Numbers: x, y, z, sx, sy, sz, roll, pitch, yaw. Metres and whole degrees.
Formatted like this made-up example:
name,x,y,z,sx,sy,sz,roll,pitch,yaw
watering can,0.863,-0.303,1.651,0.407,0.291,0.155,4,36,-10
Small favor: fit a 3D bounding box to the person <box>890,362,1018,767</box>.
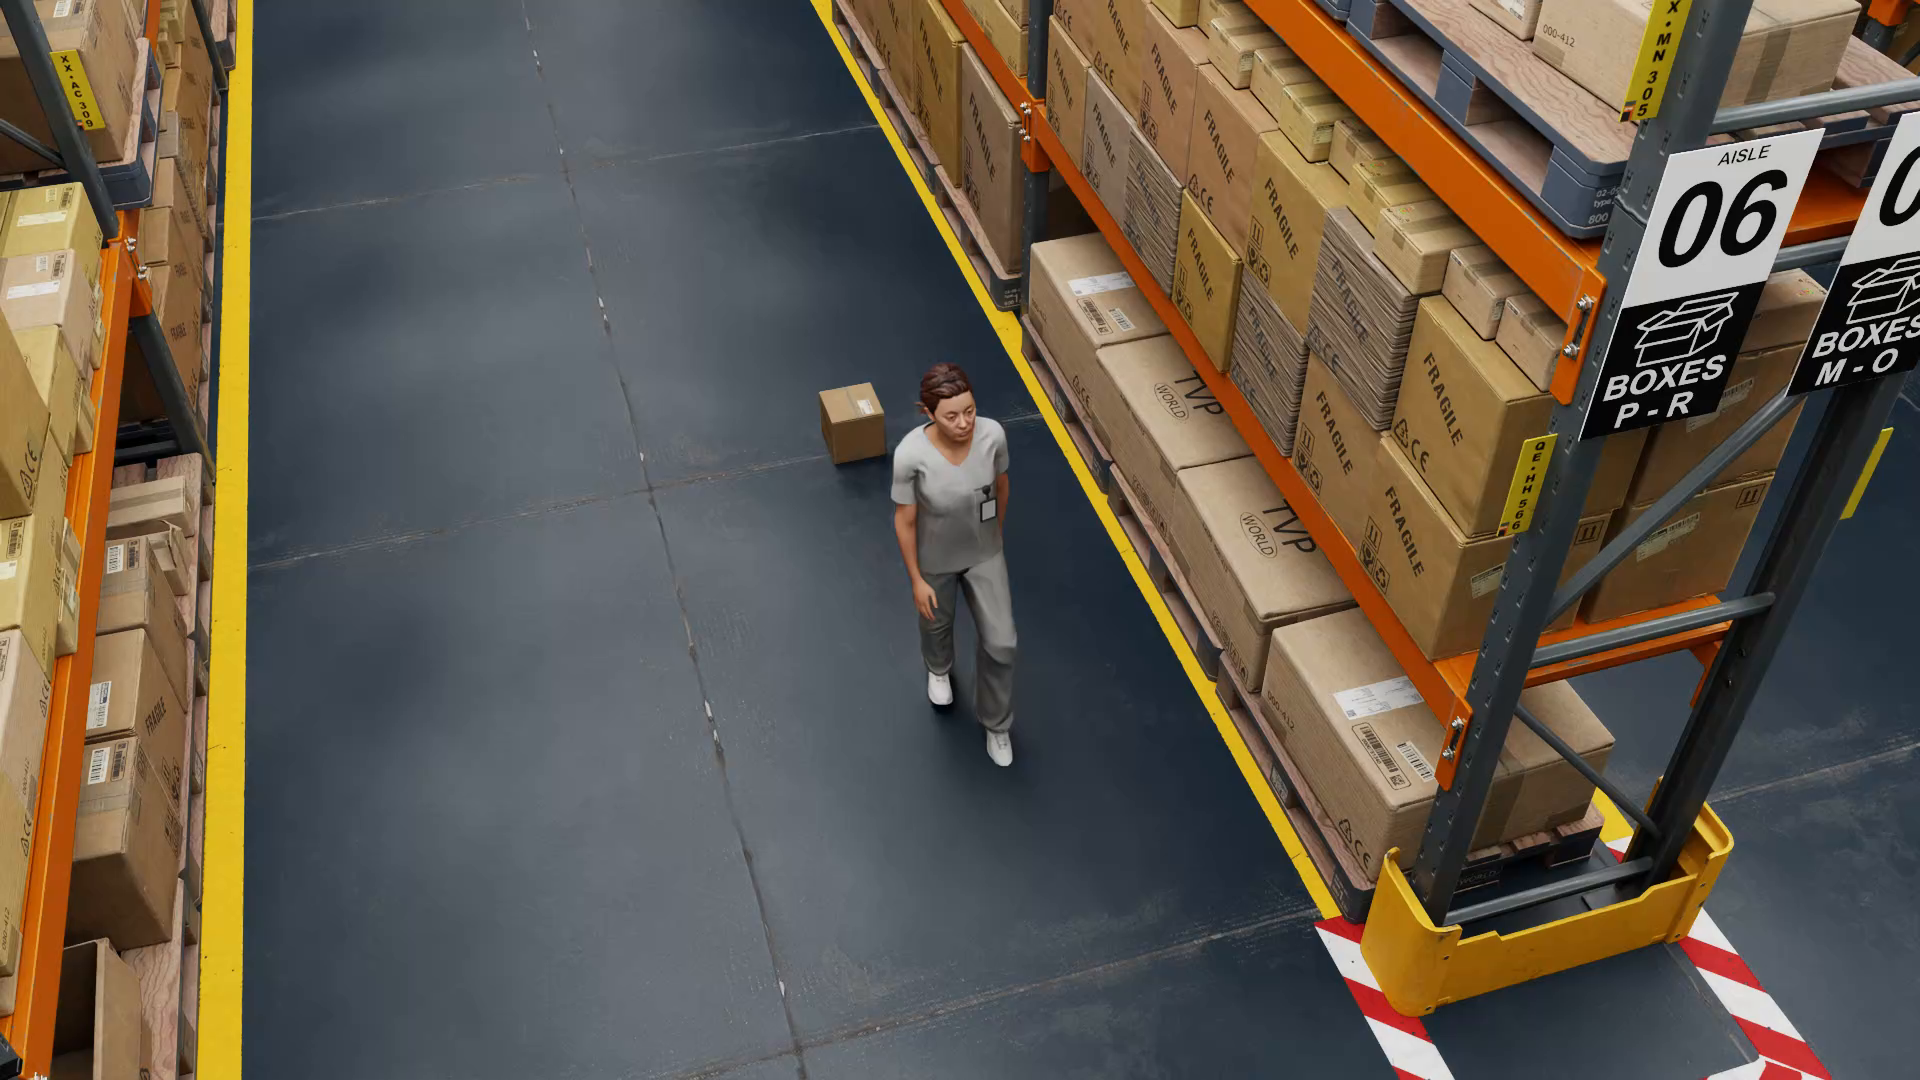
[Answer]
name,x,y,z,sx,sy,sz,roll,pitch,yaw
person,-0.019,0.091,6.081,0.456,1.721,0.624,-10,43,-10
